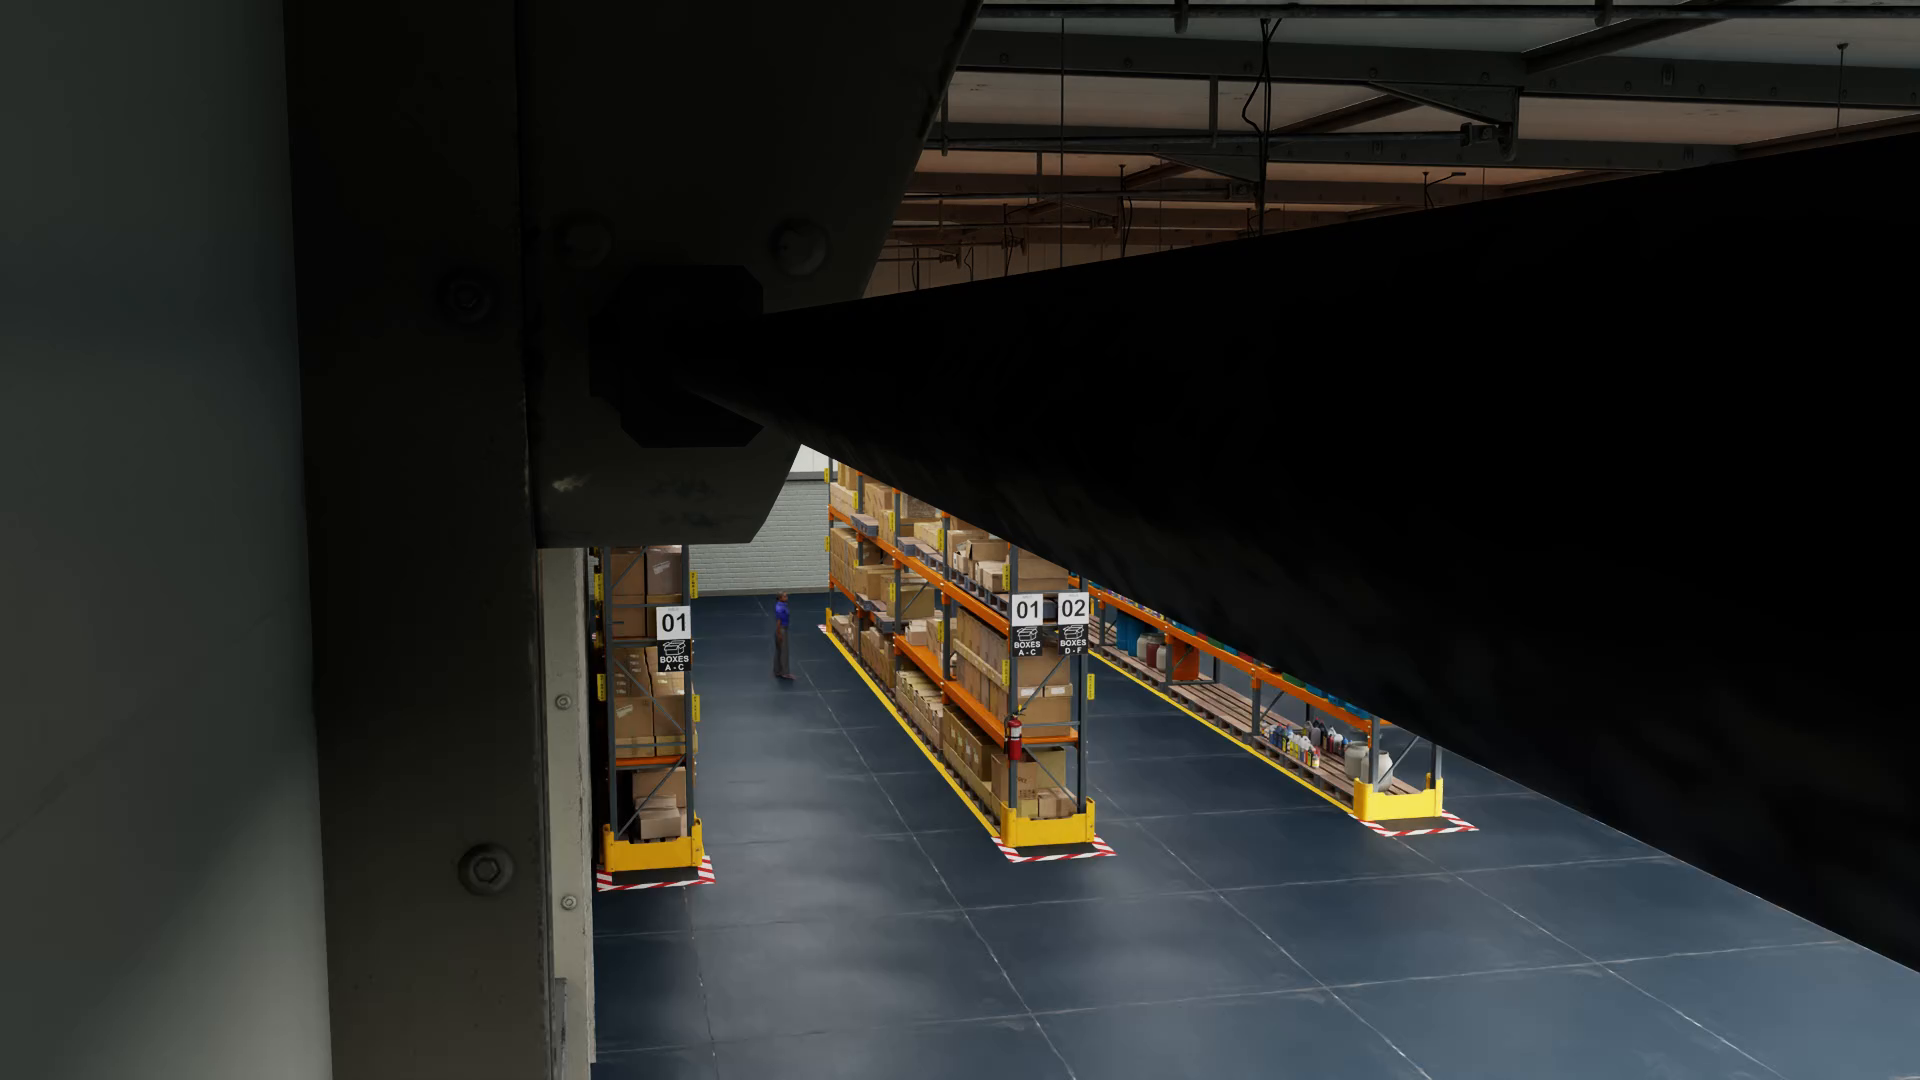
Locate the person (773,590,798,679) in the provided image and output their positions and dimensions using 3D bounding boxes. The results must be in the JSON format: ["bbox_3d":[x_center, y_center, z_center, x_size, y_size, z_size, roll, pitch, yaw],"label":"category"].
[{"bbox_3d":[-3.311,1.780,31.486,0.490,1.680,0.472,0,7,1],"label":"person"}]

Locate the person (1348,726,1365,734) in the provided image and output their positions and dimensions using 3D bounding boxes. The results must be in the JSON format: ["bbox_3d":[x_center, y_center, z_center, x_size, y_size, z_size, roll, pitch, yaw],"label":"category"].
[{"bbox_3d":[6.554,2.297,27.038,0.467,1.683,0.523,0,7,3],"label":"person"}]
